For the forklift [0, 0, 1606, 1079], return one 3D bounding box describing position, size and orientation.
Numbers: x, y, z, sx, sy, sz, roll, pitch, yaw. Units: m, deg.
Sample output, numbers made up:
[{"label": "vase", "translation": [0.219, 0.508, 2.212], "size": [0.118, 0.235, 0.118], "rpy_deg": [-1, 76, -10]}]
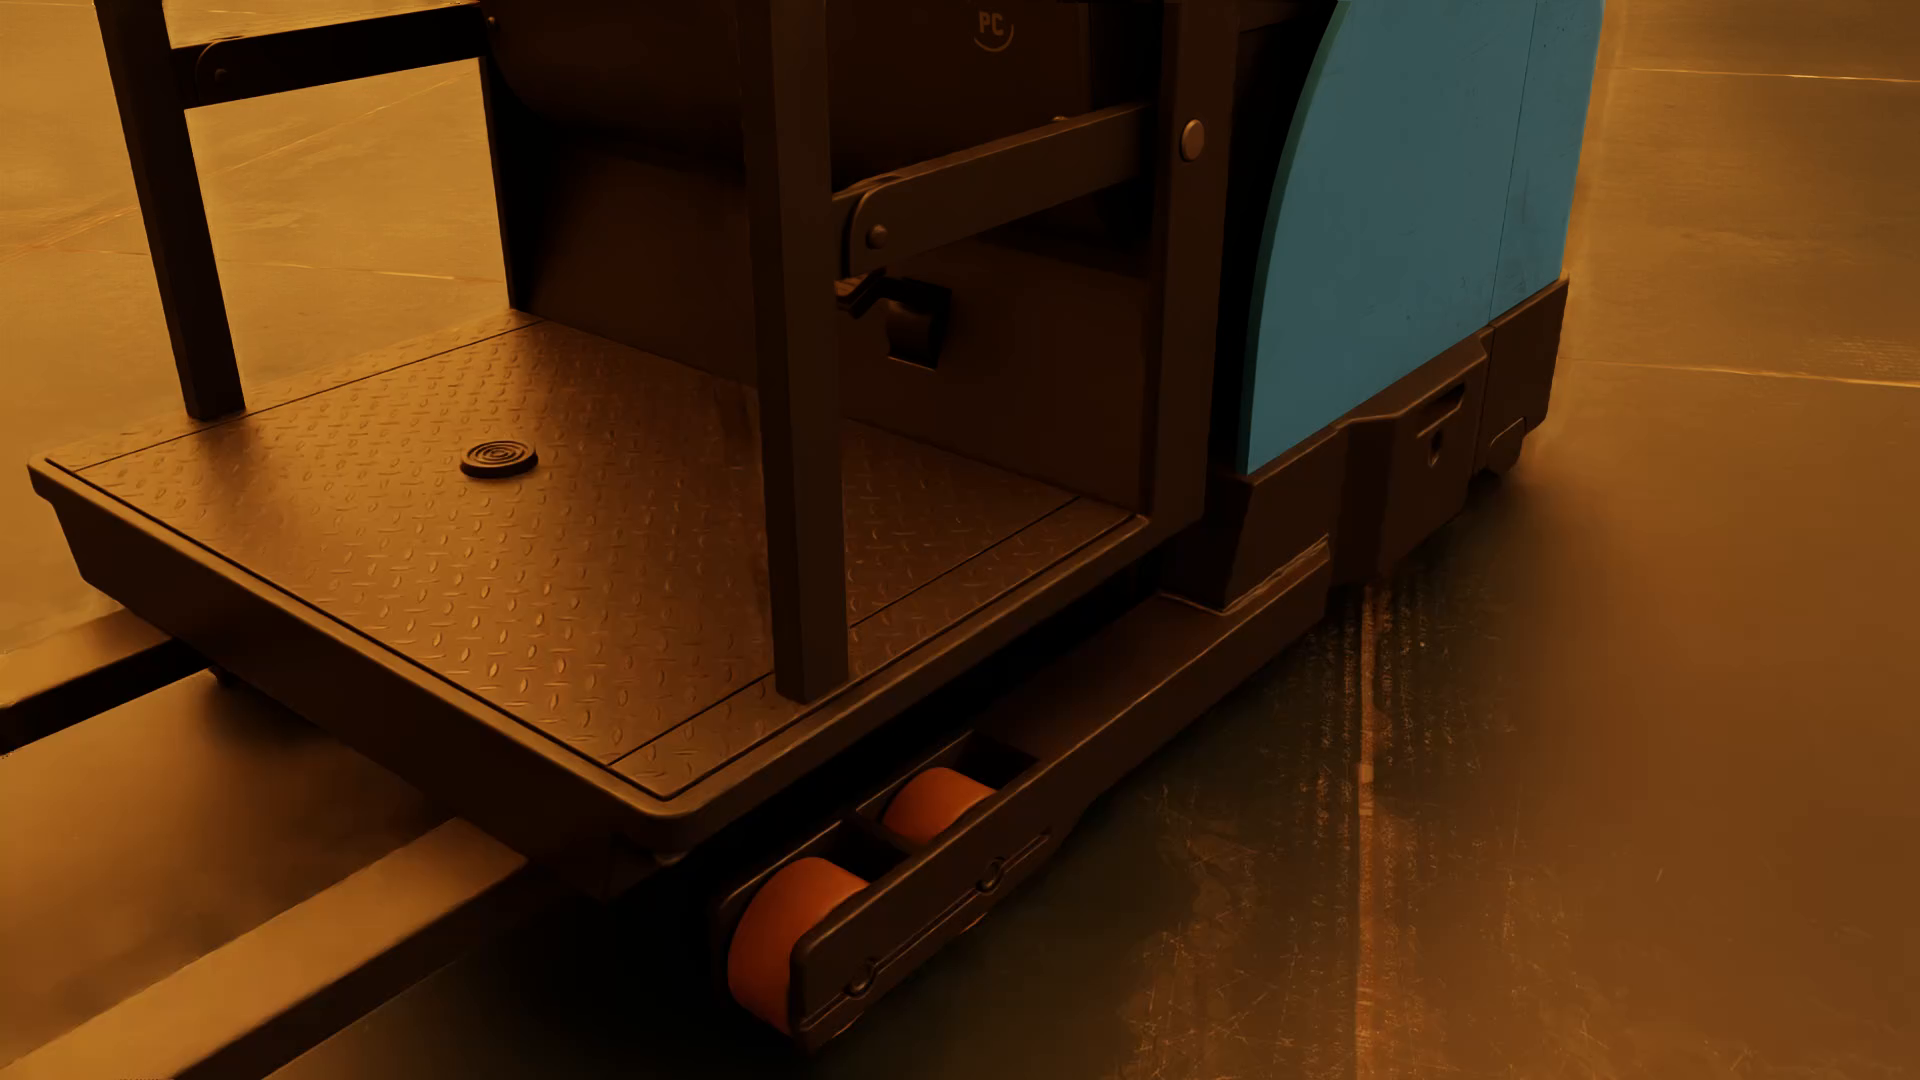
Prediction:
[{"label": "forklift", "translation": [-0.346, -1.092, 1.411], "size": [1.130, 2.935, 3.031], "rpy_deg": [20, 33, 34]}]
